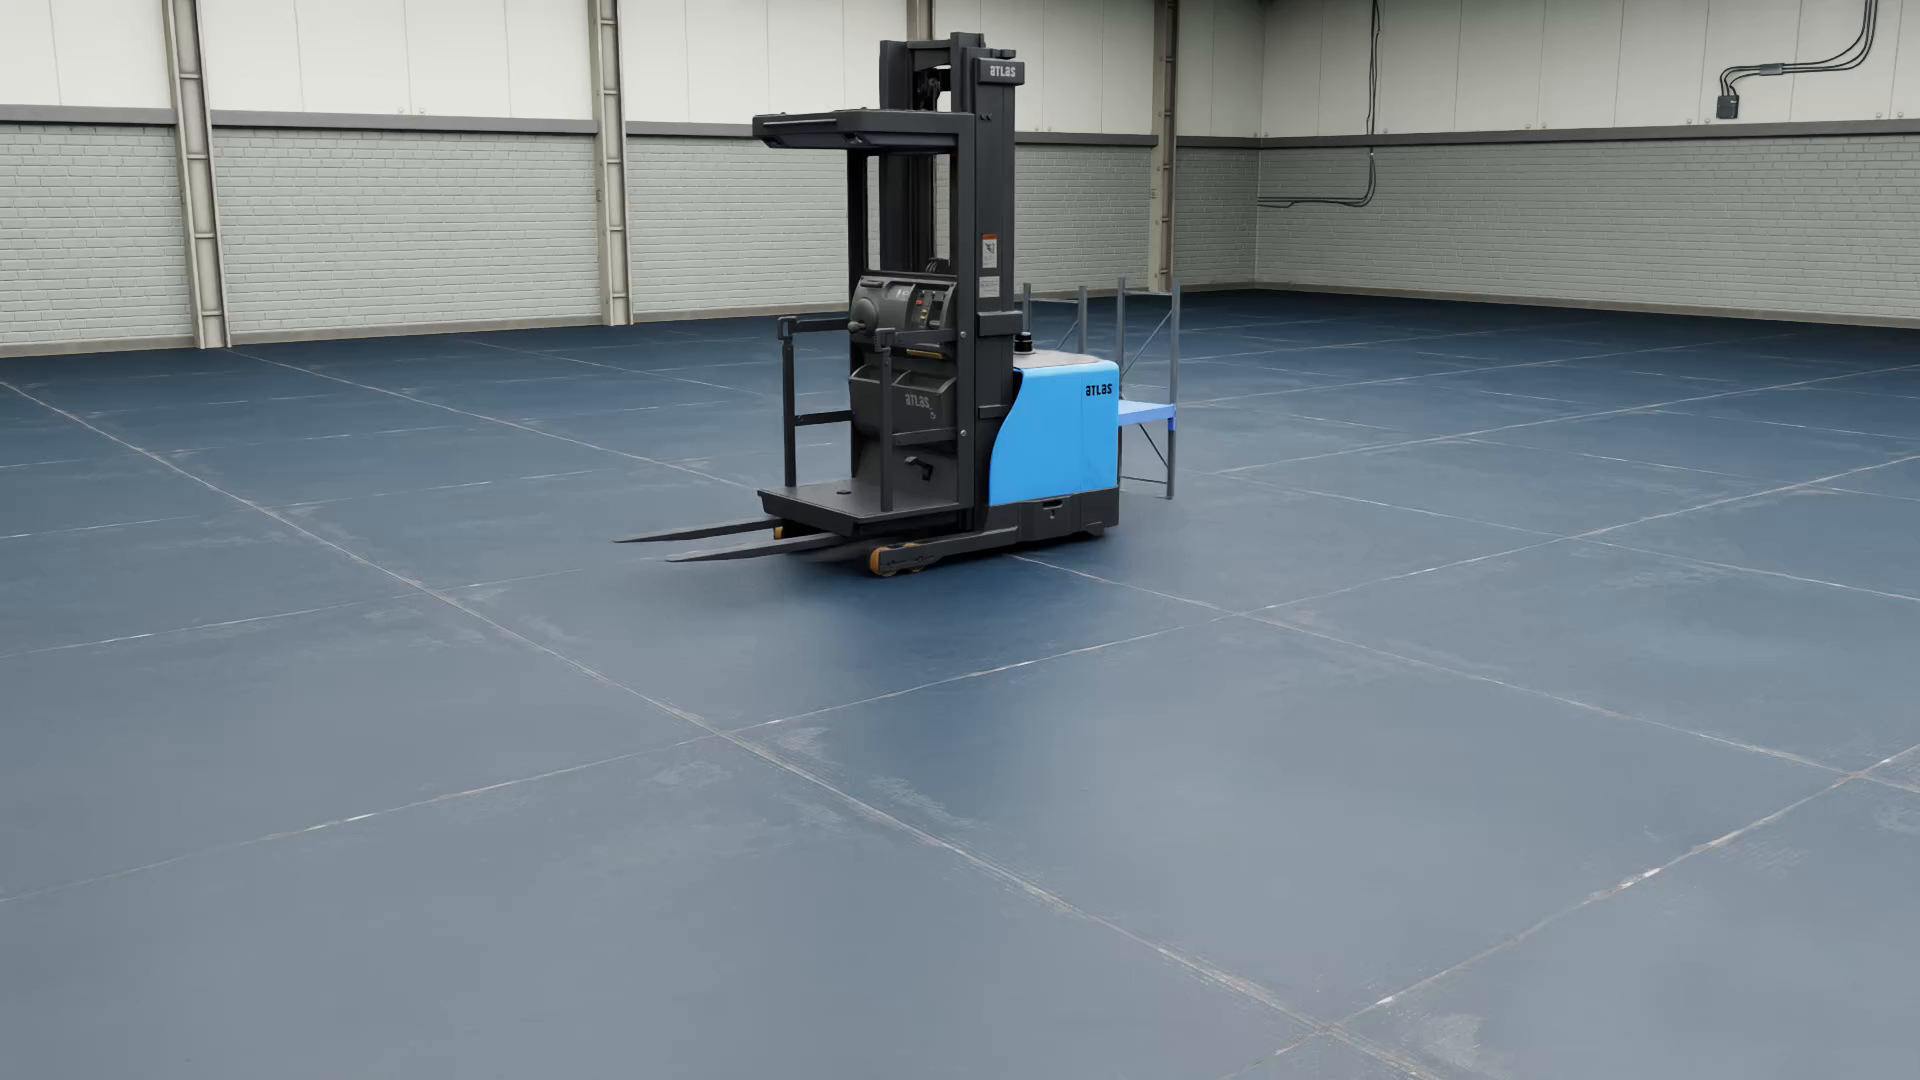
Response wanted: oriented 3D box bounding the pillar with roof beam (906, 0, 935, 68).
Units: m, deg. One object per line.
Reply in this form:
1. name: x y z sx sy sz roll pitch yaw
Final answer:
1. pillar with roof beam: 2.016 -7.857 25.467 0.400 9.000 9.100 -9 15 -38

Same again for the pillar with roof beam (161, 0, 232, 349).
1. pillar with roof beam: -7.354 -6.300 18.134 0.400 9.000 9.100 -9 15 -38

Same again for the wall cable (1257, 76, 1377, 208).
1. wall cable: 7.138 -7.983 33.535 0.112 2.526 3.097 -9 15 -38

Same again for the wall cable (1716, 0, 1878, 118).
1. wall cable: 13.056 -9.624 25.598 0.169 6.003 2.305 -9 15 -38

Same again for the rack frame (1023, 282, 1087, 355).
1. rack frame: 0.602 -0.896 10.736 0.500 1.500 0.032 11 16 41

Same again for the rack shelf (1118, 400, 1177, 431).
1. rack shelf: 0.943 -0.798 11.142 0.538 0.185 1.000 11 16 41

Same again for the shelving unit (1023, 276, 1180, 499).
1. shelving unit: 0.943 -0.974 11.105 0.538 1.500 1.048 11 16 41

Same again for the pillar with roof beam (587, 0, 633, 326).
1. pillar with roof beam: -2.669 -7.079 21.801 0.400 9.000 9.100 -9 15 -38

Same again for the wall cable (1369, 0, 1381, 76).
1. wall cable: 8.828 -10.015 30.944 0.112 2.526 3.097 -9 15 -38

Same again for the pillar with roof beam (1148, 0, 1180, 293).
1. pillar with roof beam: 6.701 -8.636 29.134 0.400 9.000 9.100 -9 15 -38

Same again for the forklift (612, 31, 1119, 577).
1. forklift: -0.497 -1.354 9.448 3.031 2.935 1.130 -9 15 -37

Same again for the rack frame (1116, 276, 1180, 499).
1. rack frame: 1.284 -1.052 11.473 0.500 1.500 0.032 11 16 41
